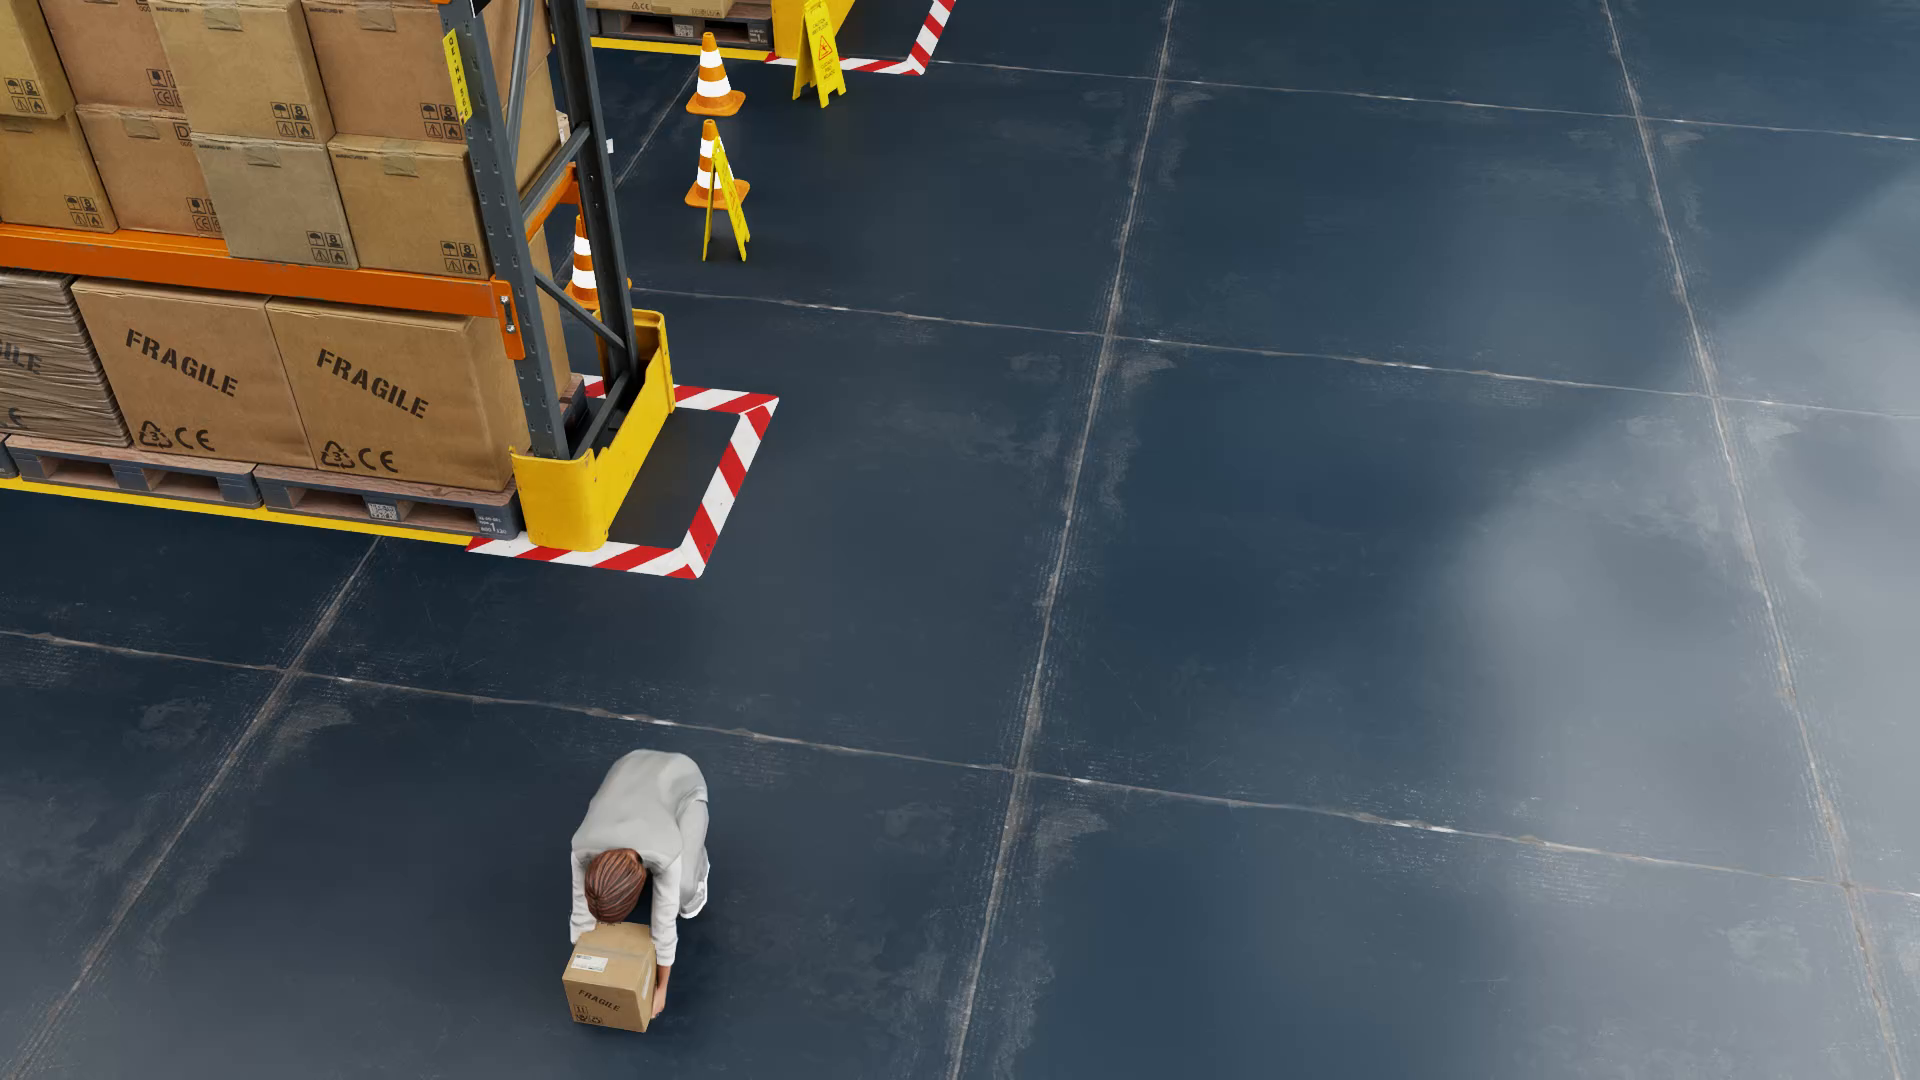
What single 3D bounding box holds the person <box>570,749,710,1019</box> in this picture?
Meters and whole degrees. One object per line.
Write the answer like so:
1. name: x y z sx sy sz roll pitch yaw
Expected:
1. person: -1.084 1.111 5.651 0.435 0.723 0.816 6 42 7
